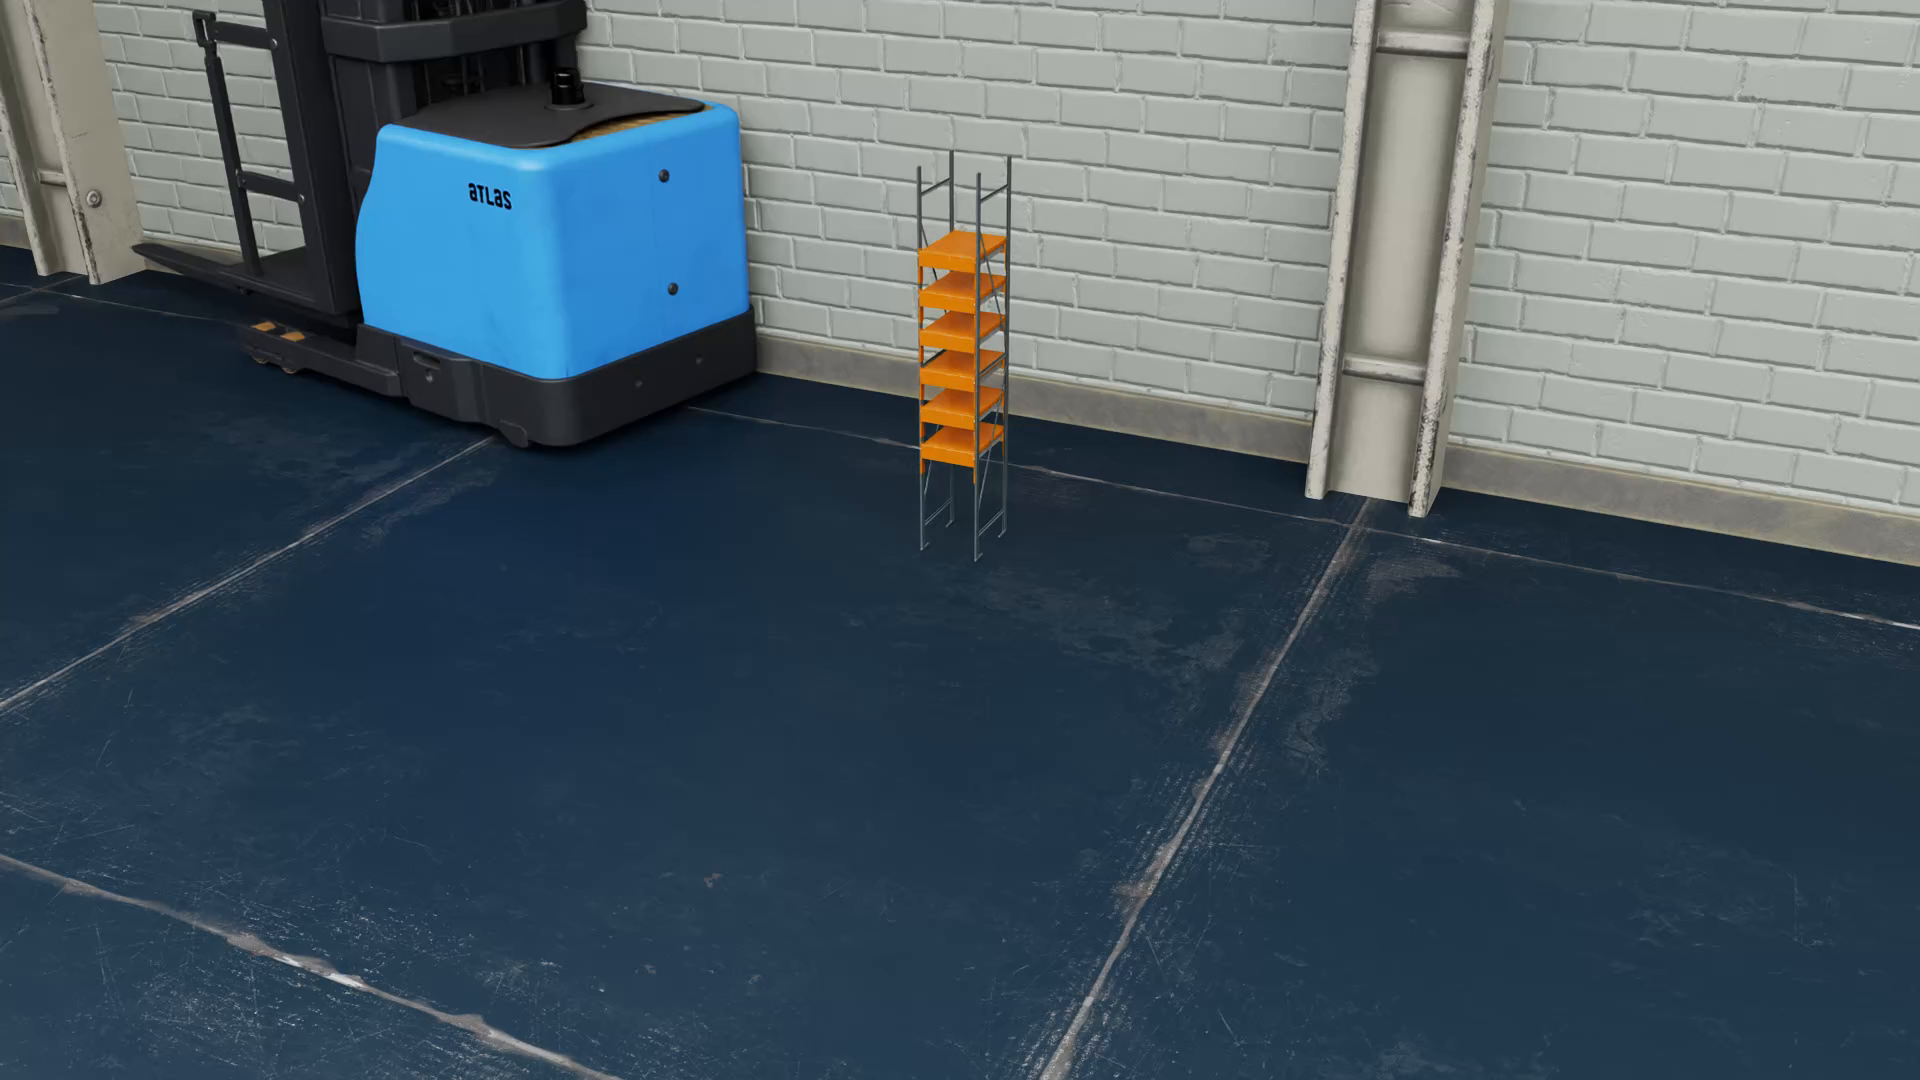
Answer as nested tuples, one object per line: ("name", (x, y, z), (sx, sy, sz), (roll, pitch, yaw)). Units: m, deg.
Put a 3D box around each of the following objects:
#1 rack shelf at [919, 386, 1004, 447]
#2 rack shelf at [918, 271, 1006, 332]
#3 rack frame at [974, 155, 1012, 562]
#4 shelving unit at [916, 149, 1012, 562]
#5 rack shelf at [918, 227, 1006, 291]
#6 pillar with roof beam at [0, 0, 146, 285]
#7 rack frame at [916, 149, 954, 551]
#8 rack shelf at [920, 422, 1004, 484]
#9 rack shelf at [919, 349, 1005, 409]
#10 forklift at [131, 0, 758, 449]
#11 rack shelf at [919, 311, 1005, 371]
("rack shelf", (0.013, -0.388, 5.052), (0.180, 0.103, 0.258), (11, 28, 22))
("rack shelf", (0.013, -0.711, 4.893), (0.180, 0.103, 0.258), (11, 28, 22))
("rack frame", (0.096, -0.519, 4.946), (0.006, 1.200, 0.240), (11, 28, 22))
("shelving unit", (0.013, -0.536, 4.980), (0.189, 1.200, 0.258), (11, 28, 22))
("rack shelf", (0.013, -0.819, 4.840), (0.180, 0.103, 0.258), (11, 28, 22))
("pillar with roof beam", (-5.851, -3.573, 2.320), (0.400, 9.000, 9.100), (11, 28, 22))
("rack frame", (-0.070, -0.552, 5.014), (0.006, 1.200, 0.240), (11, 28, 22))
("rack shelf", (0.013, -0.280, 5.105), (0.180, 0.103, 0.258), (11, 28, 22))
("rack shelf", (0.013, -0.496, 4.999), (0.180, 0.103, 0.258), (11, 28, 22))
("forklift", (-2.271, -2.139, 6.276), (3.031, 2.935, 1.130), (18, 31, 32))
("rack shelf", (0.013, -0.603, 4.946), (0.180, 0.103, 0.258), (11, 28, 22))
